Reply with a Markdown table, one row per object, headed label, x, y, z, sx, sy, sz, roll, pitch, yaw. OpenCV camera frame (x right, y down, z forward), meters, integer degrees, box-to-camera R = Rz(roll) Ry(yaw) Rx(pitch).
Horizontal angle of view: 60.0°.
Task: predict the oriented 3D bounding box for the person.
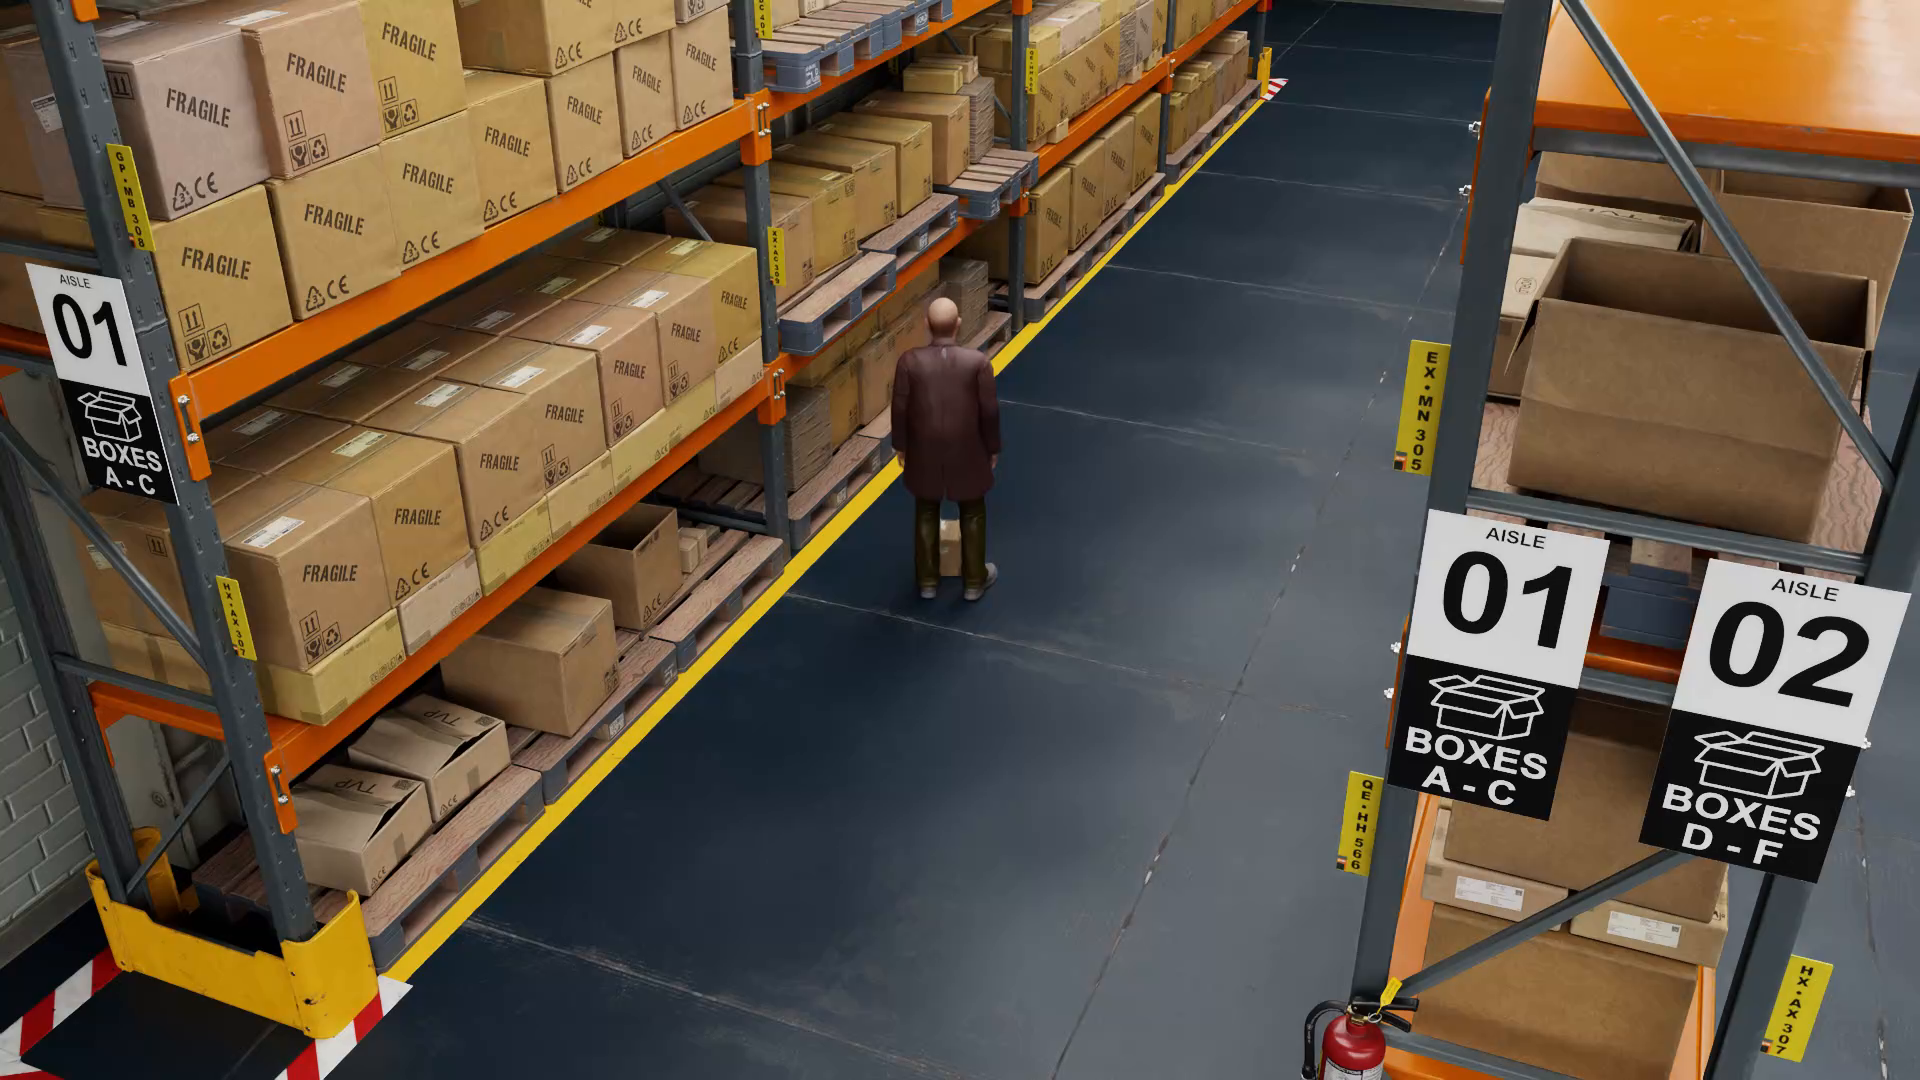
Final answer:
| label | x | y | z | sx | sy | sz | roll | pitch | yaw |
| --- | --- | --- | --- | --- | --- | --- | --- | --- | --- |
| person | -0.076 | -0.498 | 9.308 | 0.622 | 1.774 | 0.426 | 3 | 29 | 5 |
